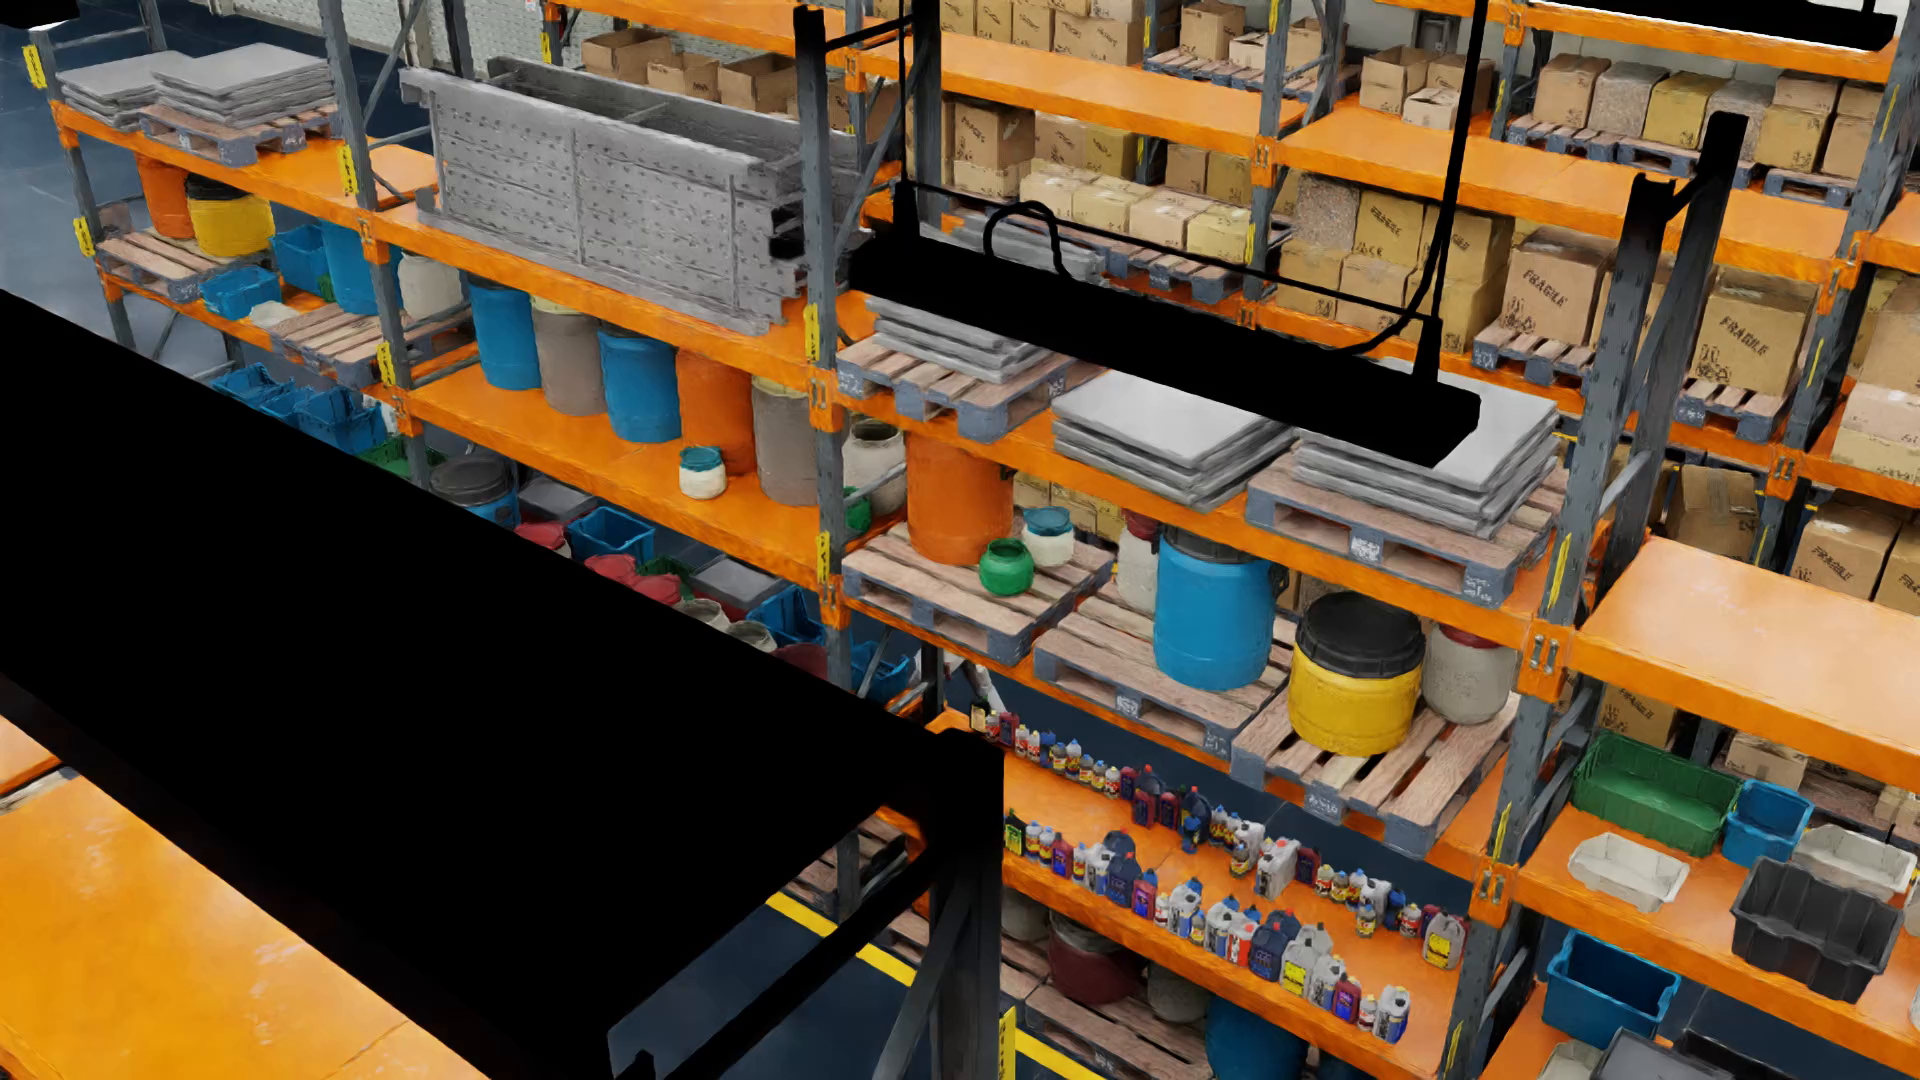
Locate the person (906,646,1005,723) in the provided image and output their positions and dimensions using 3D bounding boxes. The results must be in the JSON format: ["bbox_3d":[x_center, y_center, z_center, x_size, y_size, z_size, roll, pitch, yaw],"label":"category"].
[{"bbox_3d":[-0.069,0.729,12.421,1.194,1.698,0.598,23,38,33],"label":"person"}]

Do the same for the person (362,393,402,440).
[{"bbox_3d":[-5.379,-1.211,15.634,0.538,1.667,0.561,-14,34,-21],"label":"person"}]
